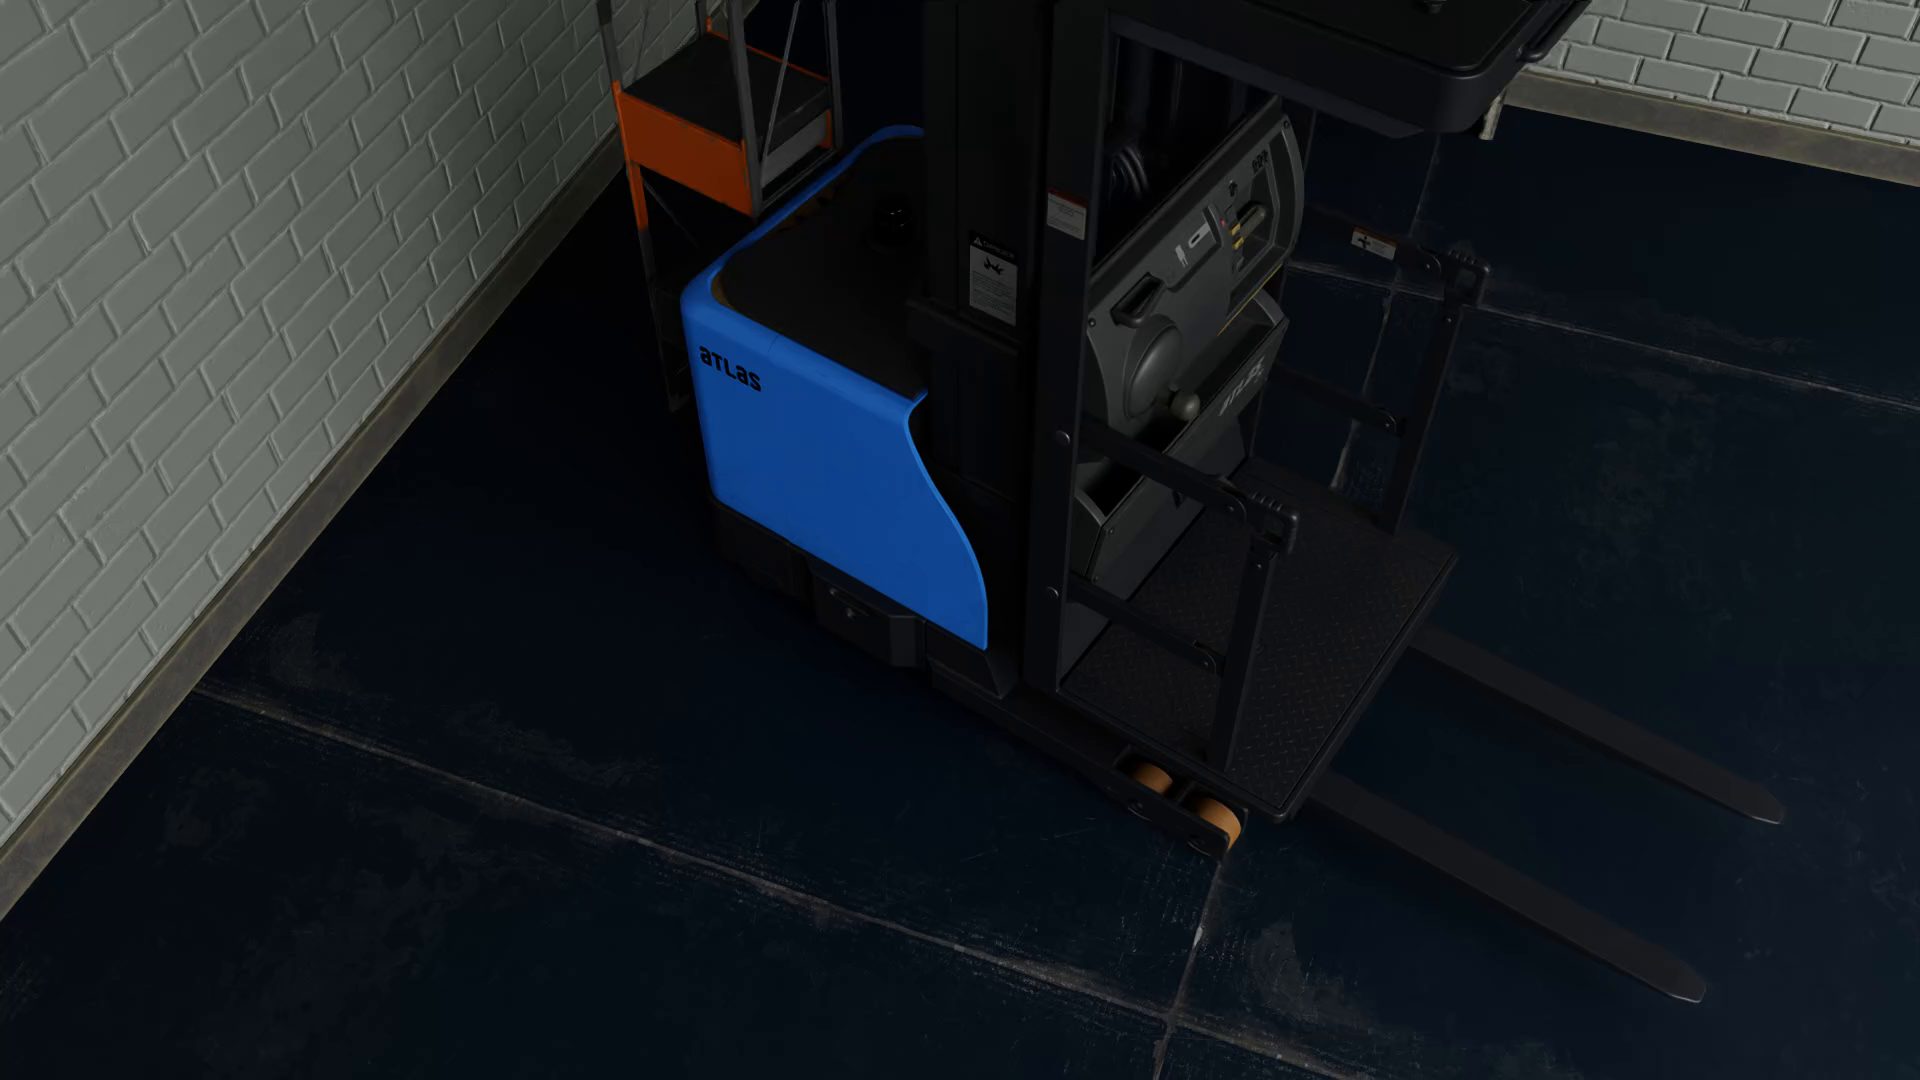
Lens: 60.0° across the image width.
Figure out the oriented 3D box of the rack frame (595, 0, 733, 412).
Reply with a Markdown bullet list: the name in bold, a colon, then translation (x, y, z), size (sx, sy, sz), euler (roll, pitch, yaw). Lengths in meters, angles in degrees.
- **rack frame**: translation (-0.858, -1.245, 4.940), size (0.015, 2.100, 0.400), euler (28, 55, 22)

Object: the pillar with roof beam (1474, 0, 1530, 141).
- **pillar with roof beam**: translation (0.496, -1.648, 0.723), size (0.400, 9.000, 9.100), euler (16, 51, 13)

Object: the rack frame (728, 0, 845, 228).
- **rack frame**: translation (-0.460, -1.032, 4.755), size (0.015, 2.100, 0.400), euler (28, 55, 22)

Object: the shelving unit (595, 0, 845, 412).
- **shelving unit**: translation (-0.659, -1.139, 4.847), size (0.503, 2.100, 0.431), euler (28, 55, 22)

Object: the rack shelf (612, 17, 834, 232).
- **rack shelf**: translation (-0.659, -1.130, 4.858), size (0.480, 0.518, 0.431), euler (28, 55, 22)

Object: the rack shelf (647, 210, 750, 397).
- **rack shelf**: translation (-0.659, -0.671, 5.387), size (0.480, 0.518, 0.431), euler (28, 55, 22)

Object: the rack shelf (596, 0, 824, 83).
- **rack shelf**: translation (-0.659, -1.588, 4.329), size (0.480, 0.518, 0.431), euler (28, 55, 22)

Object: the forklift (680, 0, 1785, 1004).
- **forklift**: translation (0.732, -0.568, 3.802), size (3.031, 2.935, 1.130), euler (28, 55, 22)
